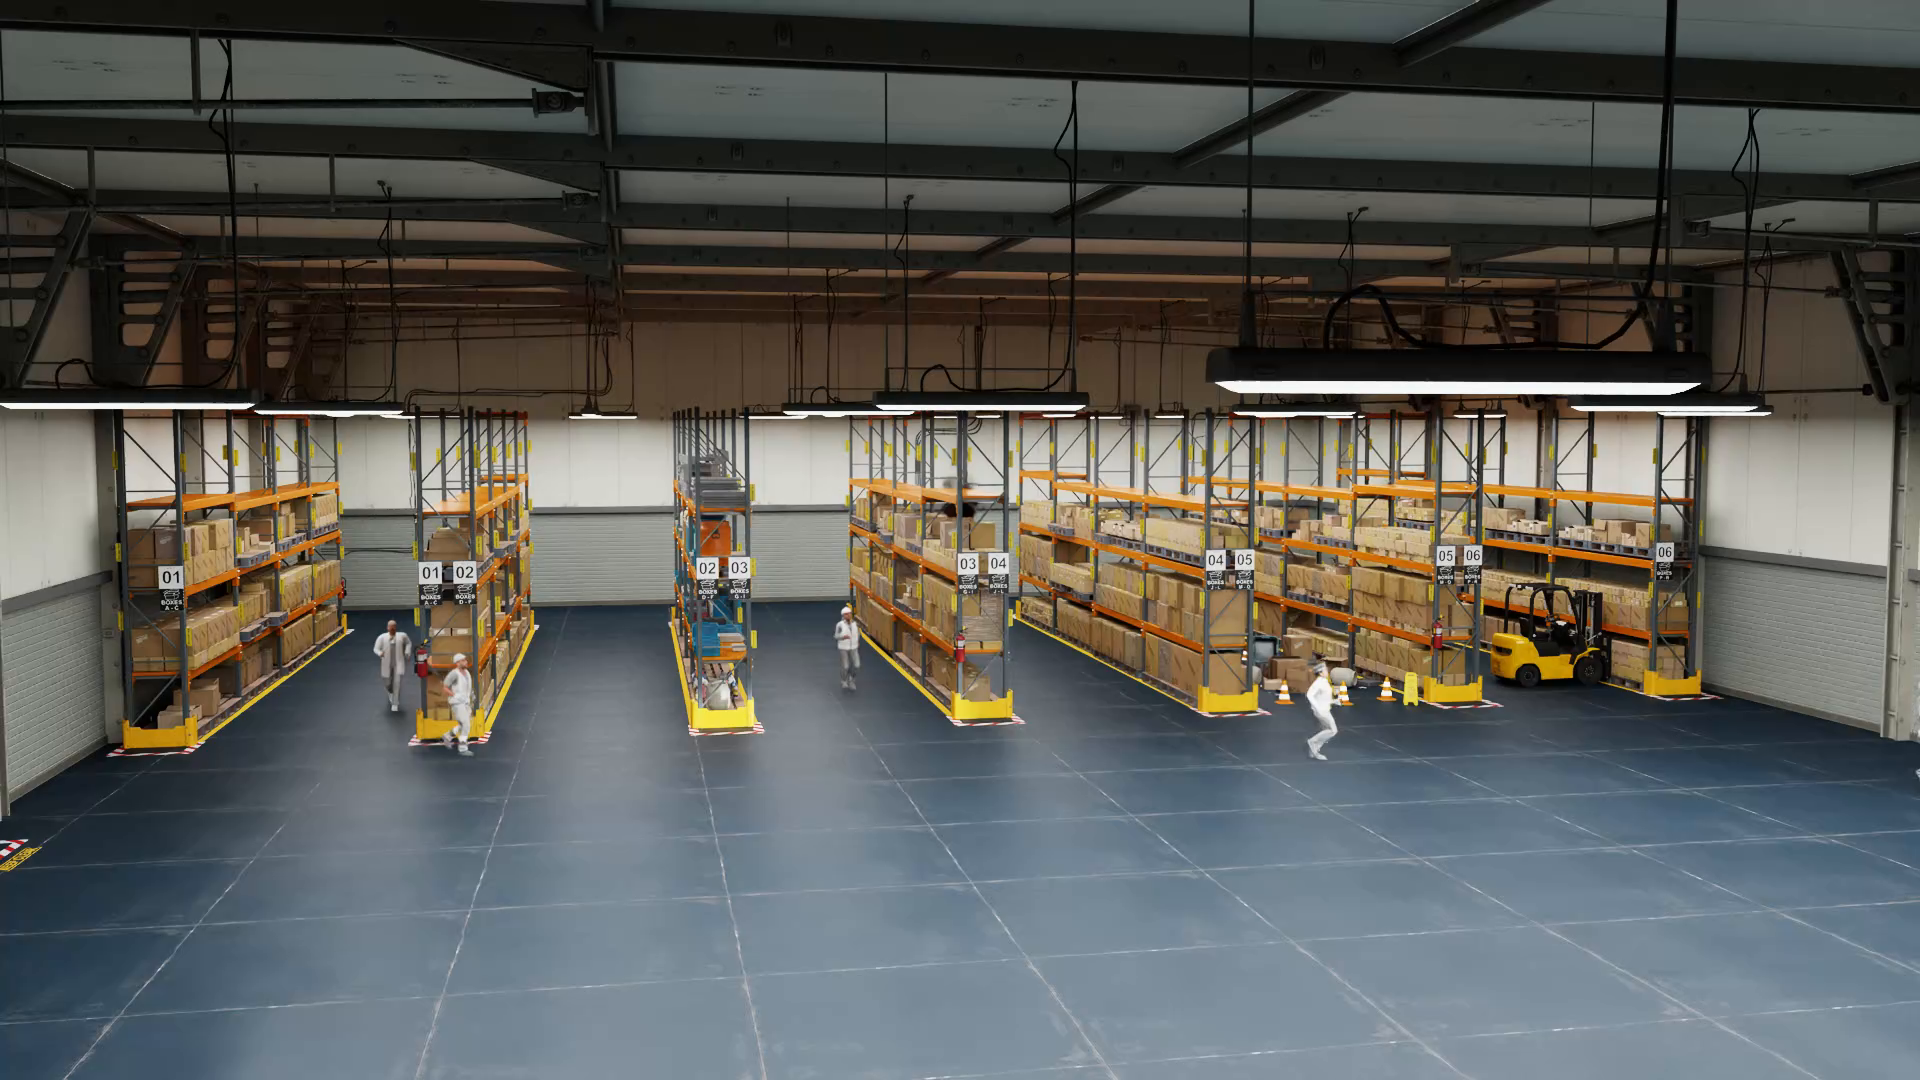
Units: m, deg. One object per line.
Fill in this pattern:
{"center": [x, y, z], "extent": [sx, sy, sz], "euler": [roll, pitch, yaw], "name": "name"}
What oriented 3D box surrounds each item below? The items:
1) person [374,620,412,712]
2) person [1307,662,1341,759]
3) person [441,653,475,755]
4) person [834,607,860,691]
{"center": [-11.274, 2.477, 33.088], "extent": [0.718, 1.764, 1.024], "euler": [-1, 4, -17], "name": "person"}
{"center": [6.181, 2.893, 28.165], "extent": [0.535, 1.659, 0.605], "euler": [2, 4, 21], "name": "person"}
{"center": [-8.661, 2.832, 28.716], "extent": [0.679, 1.756, 0.674], "euler": [1, 4, 18], "name": "person"}
{"center": [-2.358, 2.331, 35.420], "extent": [0.640, 1.789, 0.669], "euler": [-2, 4, -23], "name": "person"}
